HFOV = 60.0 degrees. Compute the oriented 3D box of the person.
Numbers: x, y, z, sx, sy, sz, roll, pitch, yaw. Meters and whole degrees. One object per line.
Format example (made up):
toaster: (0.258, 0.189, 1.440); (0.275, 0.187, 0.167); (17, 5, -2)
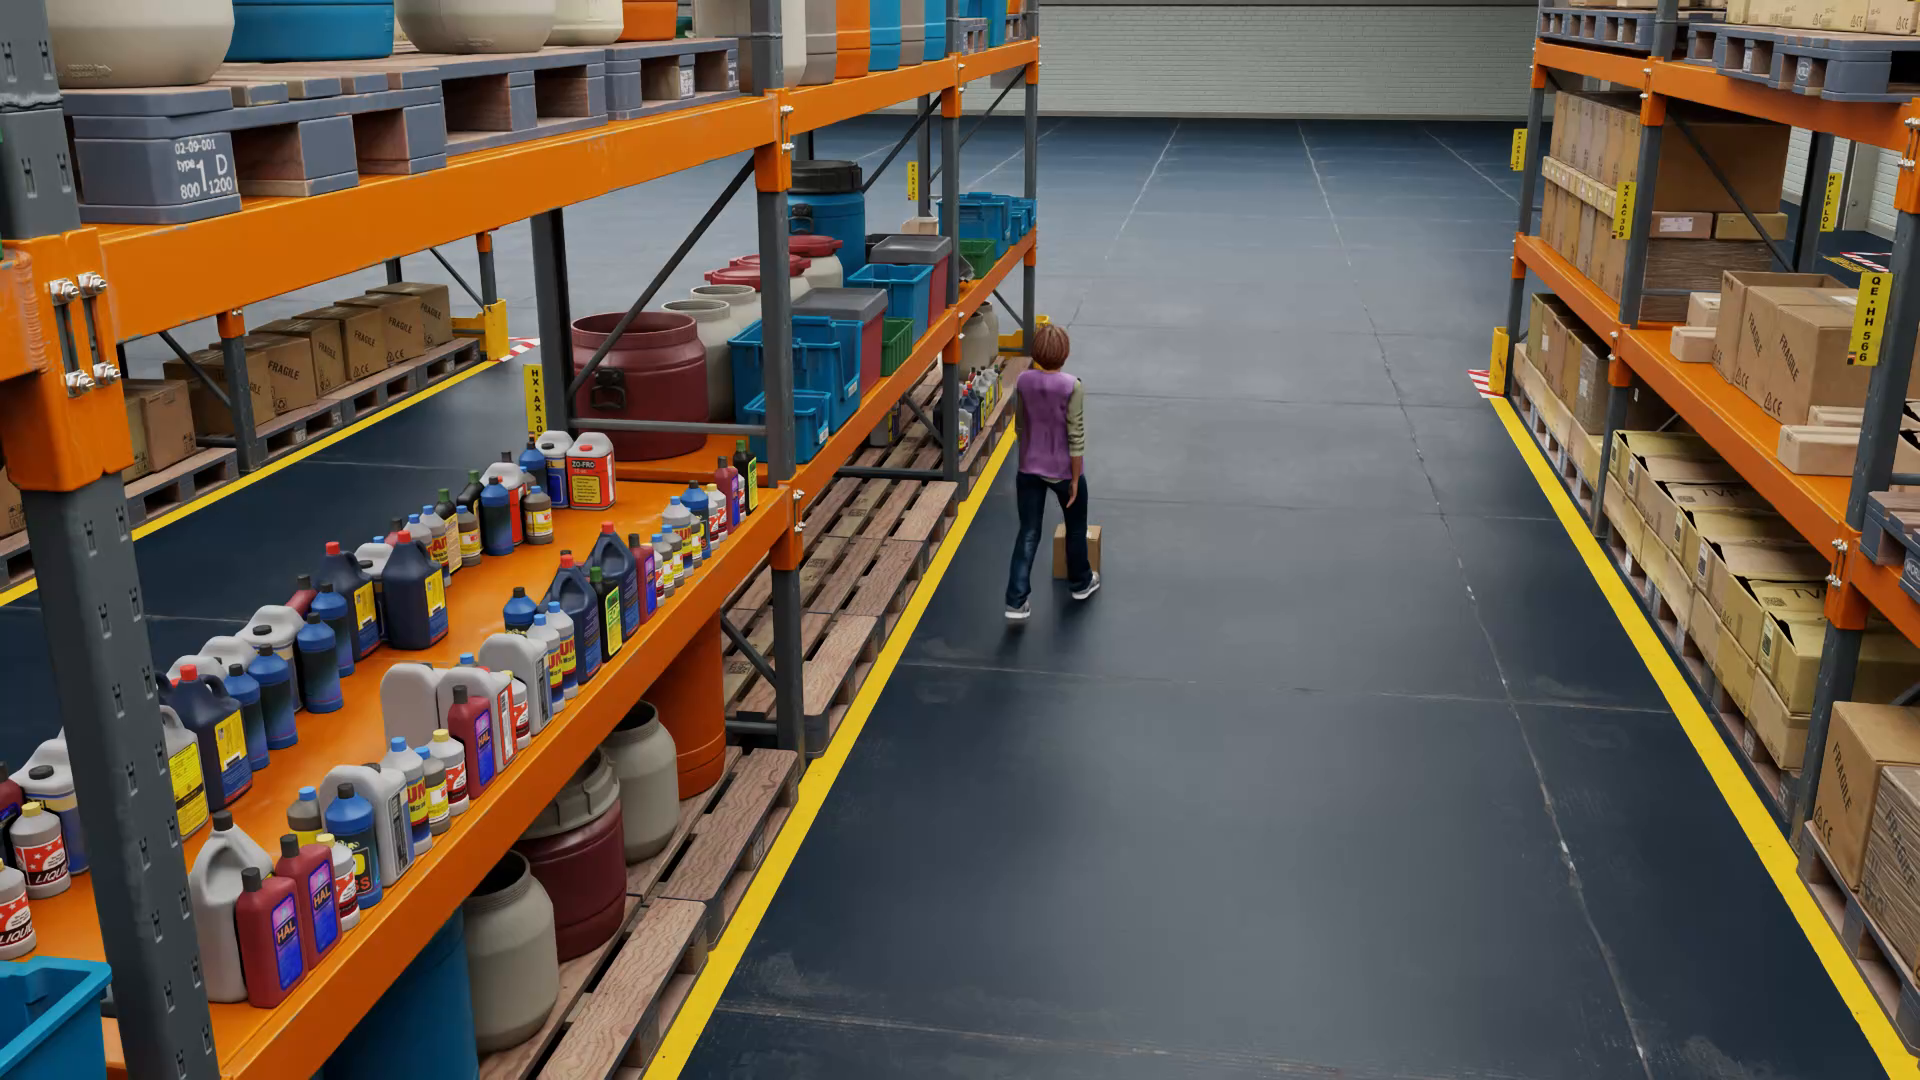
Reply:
person: (0.487, -0.380, 8.710); (0.418, 1.554, 0.846); (6, 19, 19)
